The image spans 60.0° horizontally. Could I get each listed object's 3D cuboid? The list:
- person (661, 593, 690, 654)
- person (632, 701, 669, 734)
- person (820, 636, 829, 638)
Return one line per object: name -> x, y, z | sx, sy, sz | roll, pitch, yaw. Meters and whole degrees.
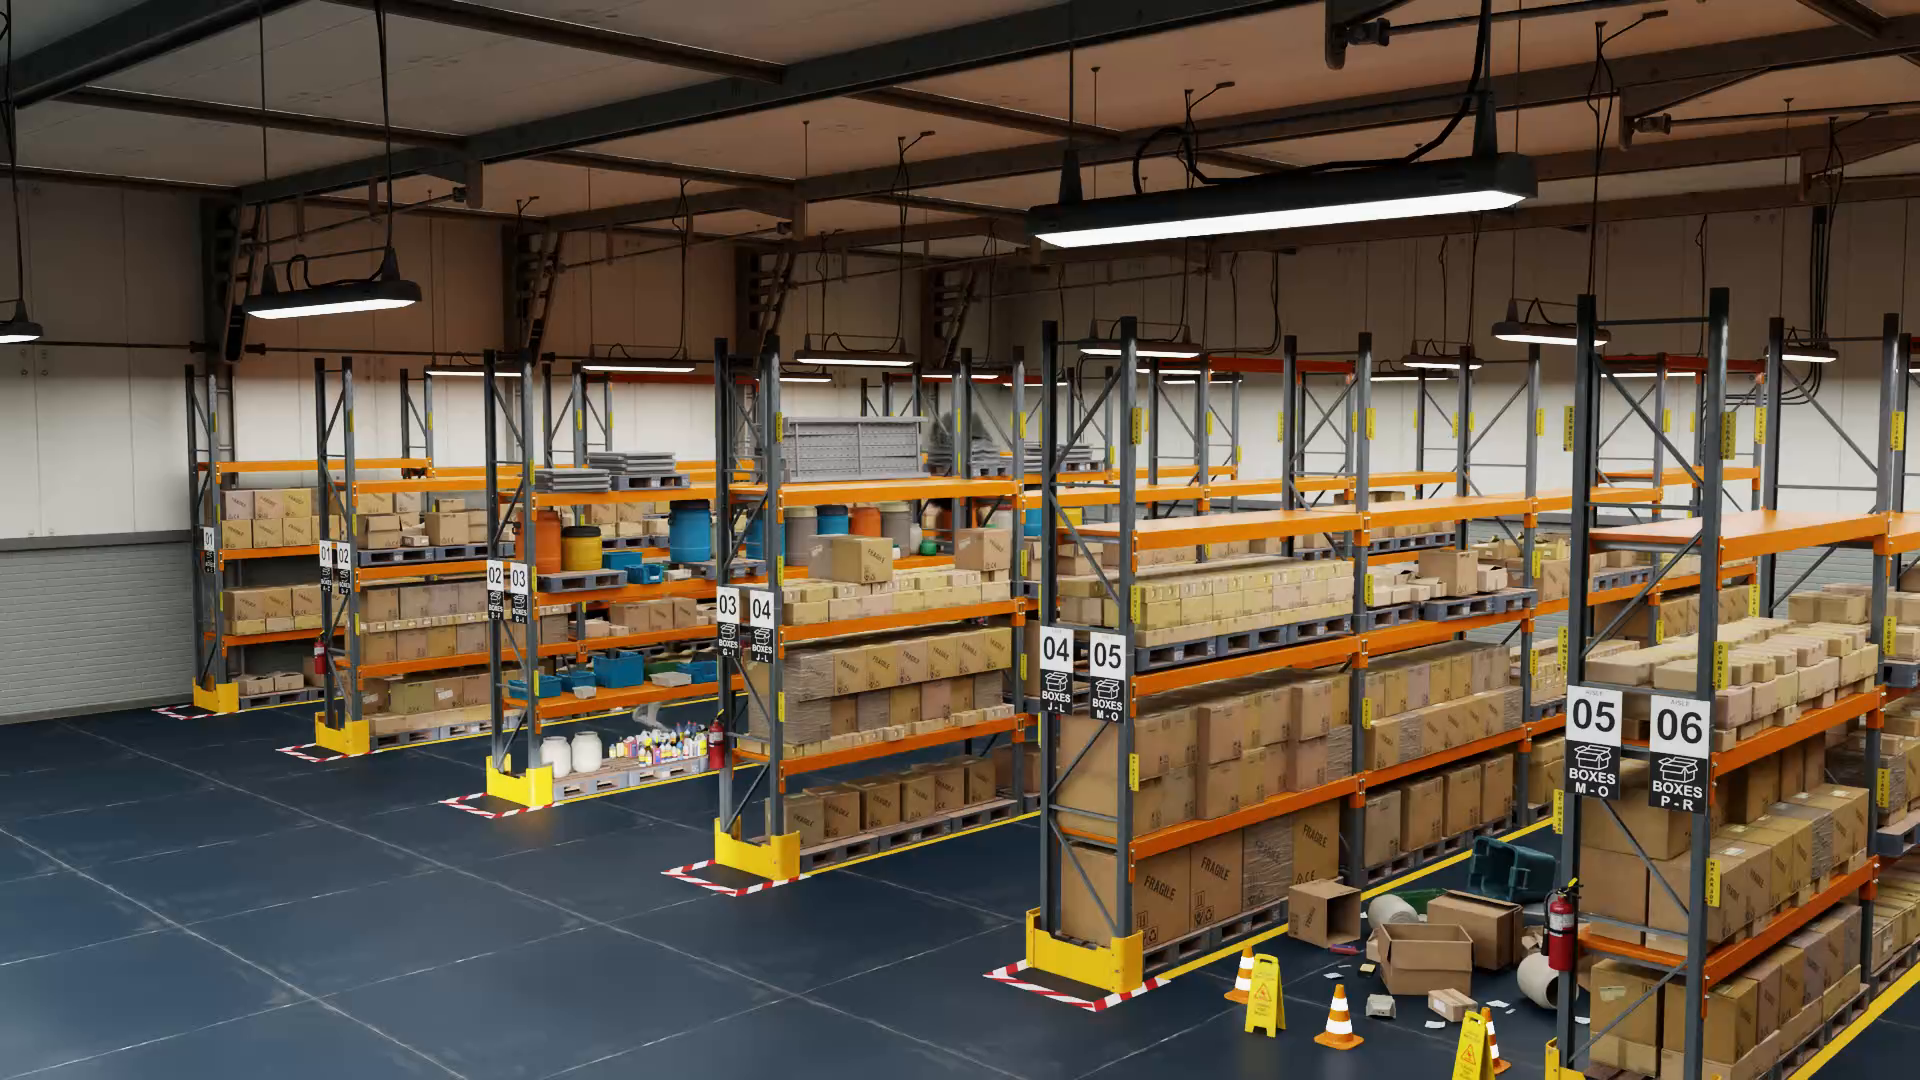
person -> -5.578, 1.805, 32.008 | 0.666, 1.727, 1.035 | 2, 5, 24
person -> -4.851, 2.517, 25.597 | 0.919, 1.363, 0.534 | -2, 5, -25
person -> -2.459, 2.070, 28.909 | 0.697, 1.790, 0.762 | 3, 5, 33
